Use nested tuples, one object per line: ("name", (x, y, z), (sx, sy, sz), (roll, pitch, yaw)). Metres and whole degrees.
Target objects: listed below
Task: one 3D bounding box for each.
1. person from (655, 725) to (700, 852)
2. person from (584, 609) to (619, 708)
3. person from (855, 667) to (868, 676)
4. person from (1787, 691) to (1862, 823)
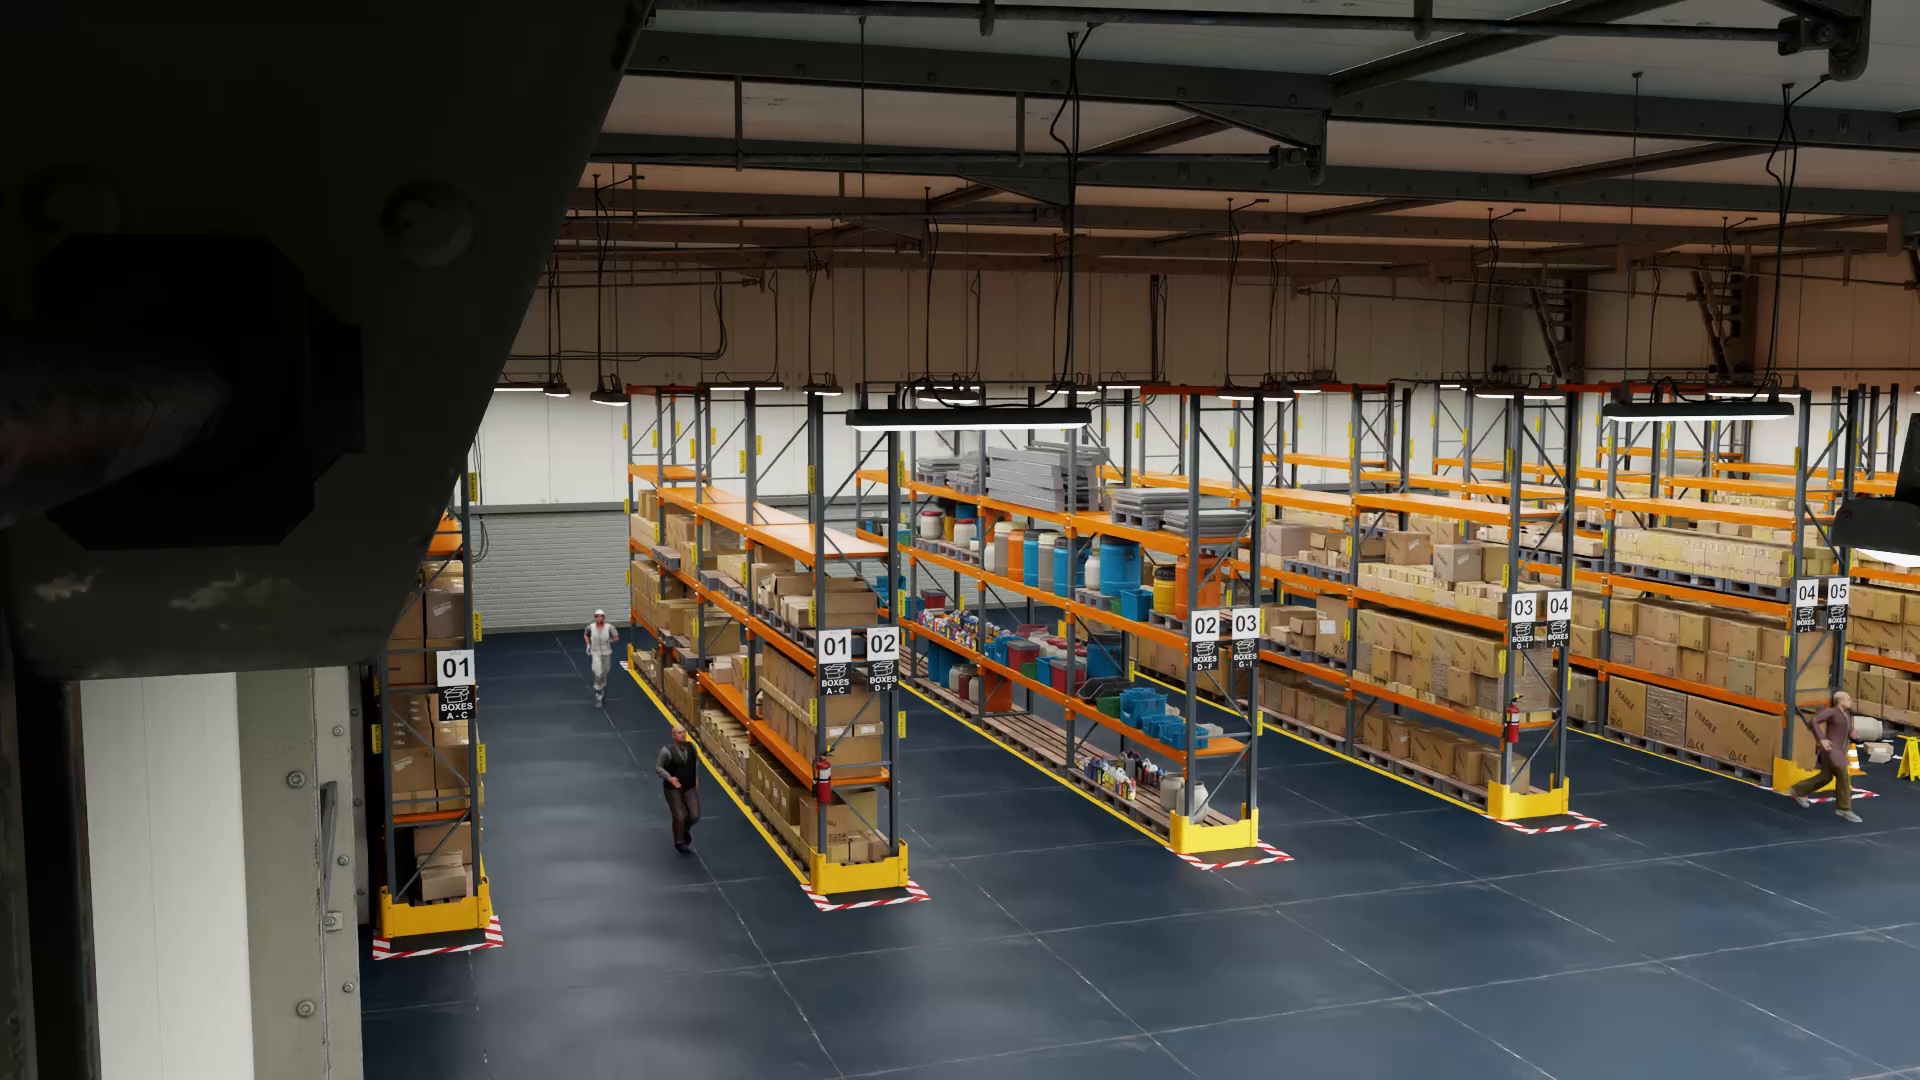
("person", (-3.641, 3.223, 21.722), (0.661, 1.627, 0.537), (-4, 7, -31))
("person", (-6.749, 2.214, 31.373), (0.620, 1.850, 0.799), (-2, 6, -18))
("person", (-1.689, 2.445, 29.966), (0.684, 1.599, 0.865), (-4, 7, -37))
("person", (12.409, 3.015, 23.664), (1.056, 1.748, 0.726), (6, 8, 44))
